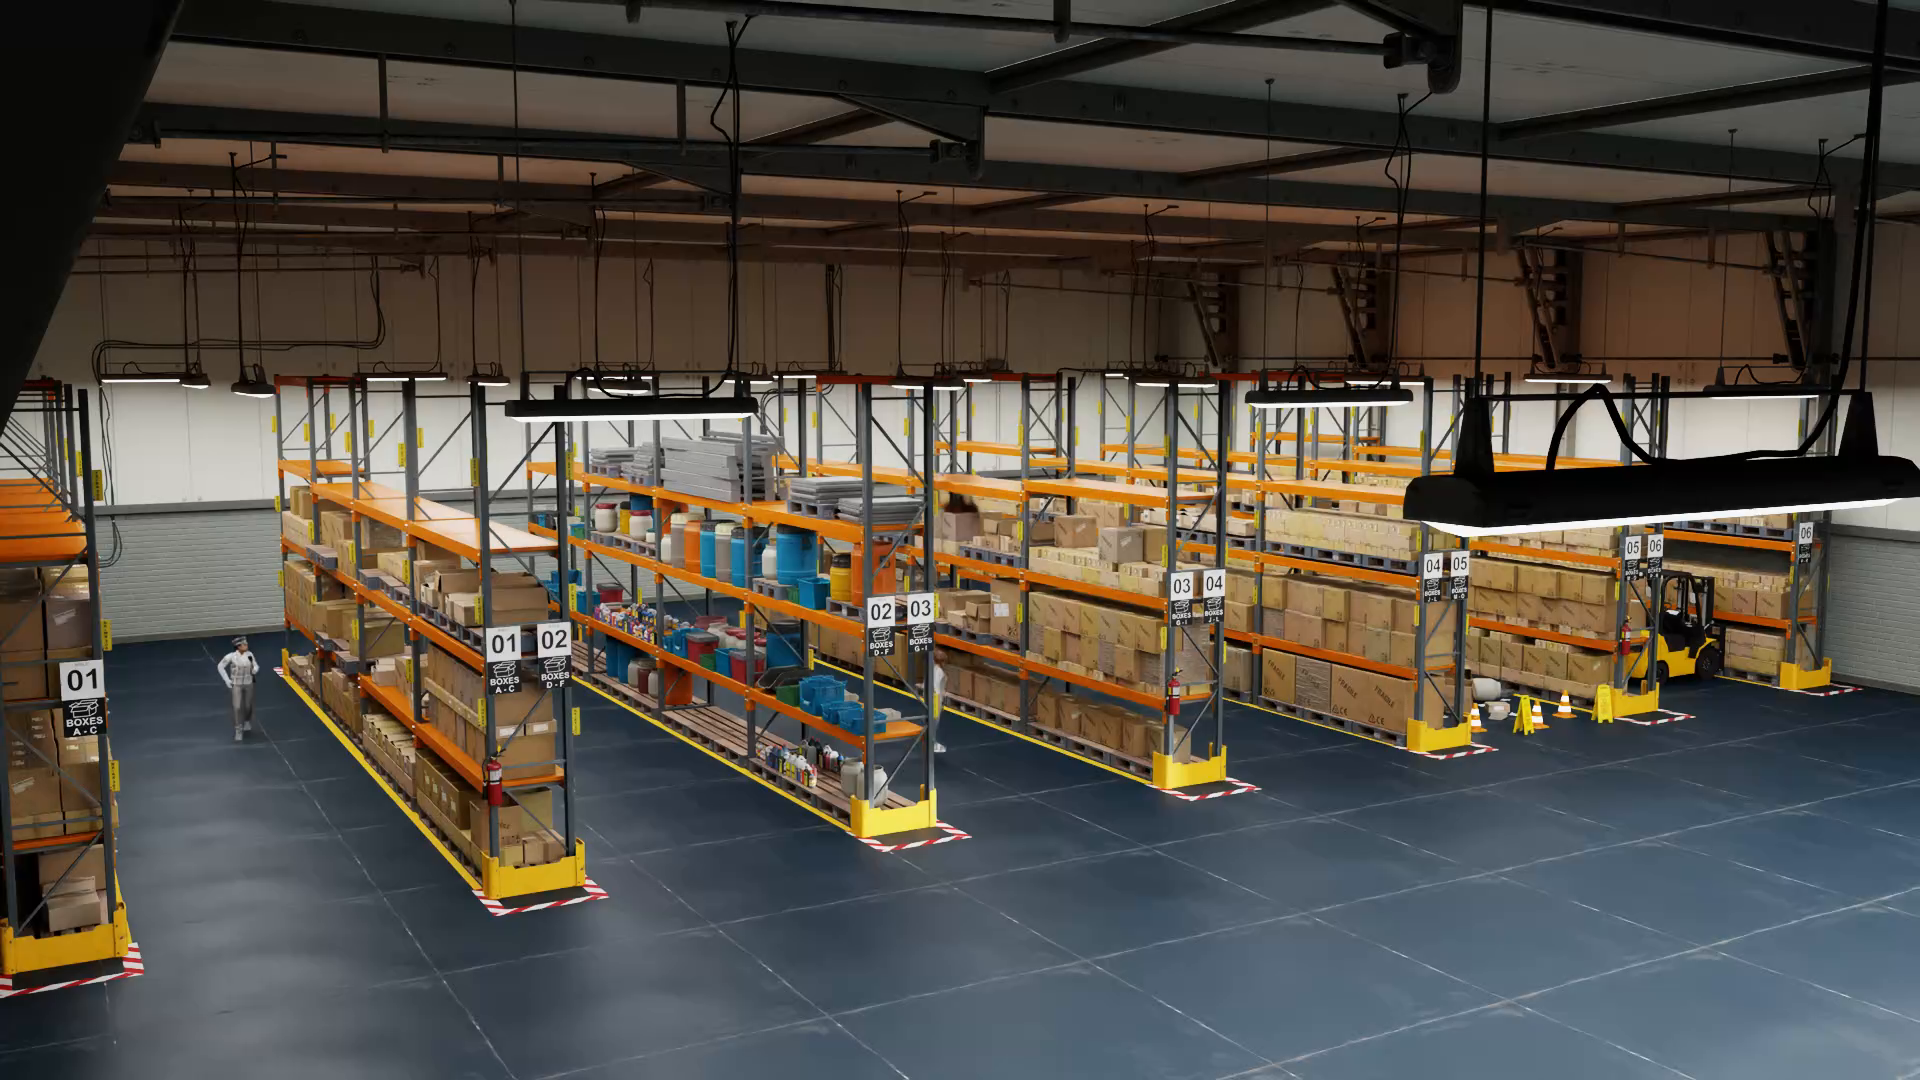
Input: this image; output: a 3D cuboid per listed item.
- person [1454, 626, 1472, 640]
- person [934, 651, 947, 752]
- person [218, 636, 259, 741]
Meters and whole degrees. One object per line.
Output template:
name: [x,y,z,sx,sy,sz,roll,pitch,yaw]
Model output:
person: [11.202,1.444,37.025,0.564,1.711,0.641,-5,8,-39]
person: [-0.376,2.539,26.243,0.355,1.611,0.443,-2,7,-16]
person: [-12.060,2.459,27.833,0.643,1.732,0.773,-3,7,-25]
